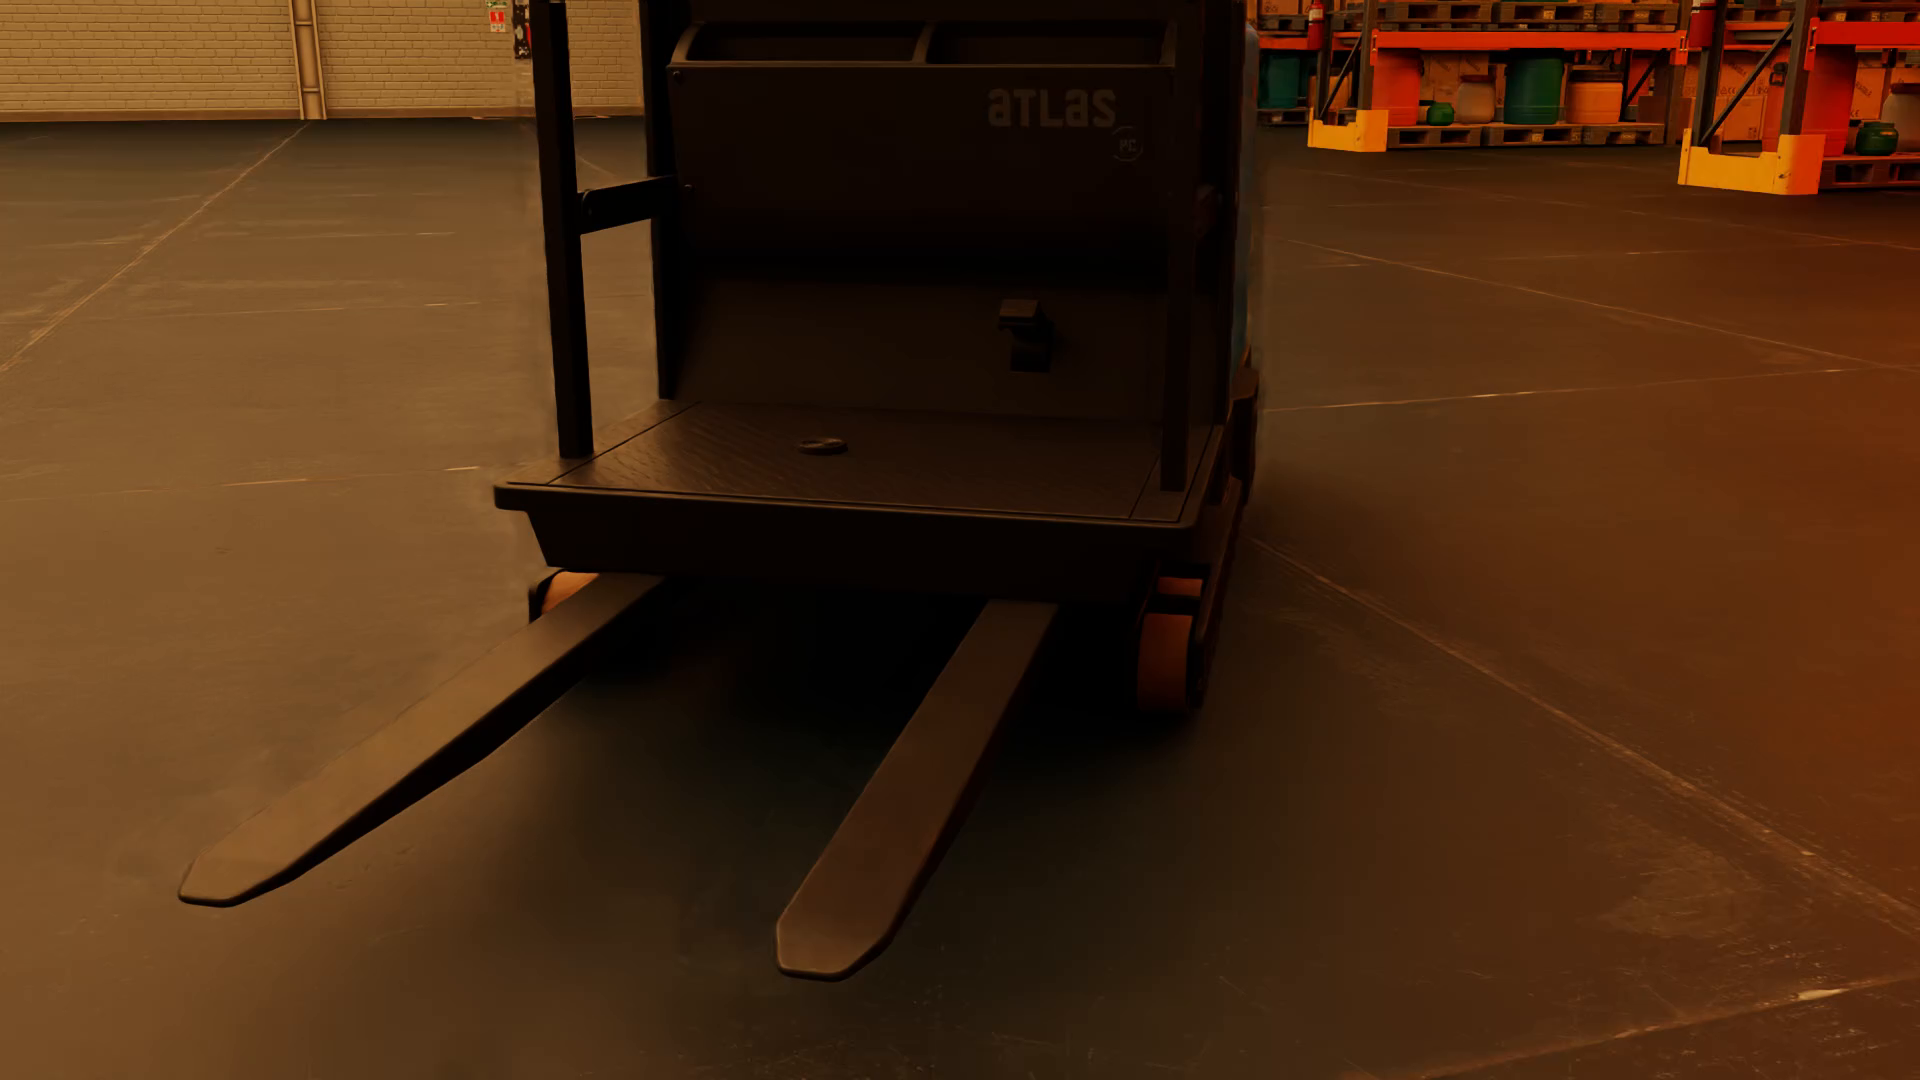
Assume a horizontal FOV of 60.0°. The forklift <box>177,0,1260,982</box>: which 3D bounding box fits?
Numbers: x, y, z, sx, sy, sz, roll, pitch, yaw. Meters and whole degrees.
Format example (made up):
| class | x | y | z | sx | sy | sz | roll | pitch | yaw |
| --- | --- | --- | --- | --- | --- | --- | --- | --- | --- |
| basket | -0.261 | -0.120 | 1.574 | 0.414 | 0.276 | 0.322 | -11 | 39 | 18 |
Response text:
| class | x | y | z | sx | sy | sz | roll | pitch | yaw |
| --- | --- | --- | --- | --- | --- | --- | --- | --- | --- |
| forklift | -0.098 | -1.244 | 2.597 | 1.130 | 2.935 | 3.031 | 4 | 17 | 12 |
